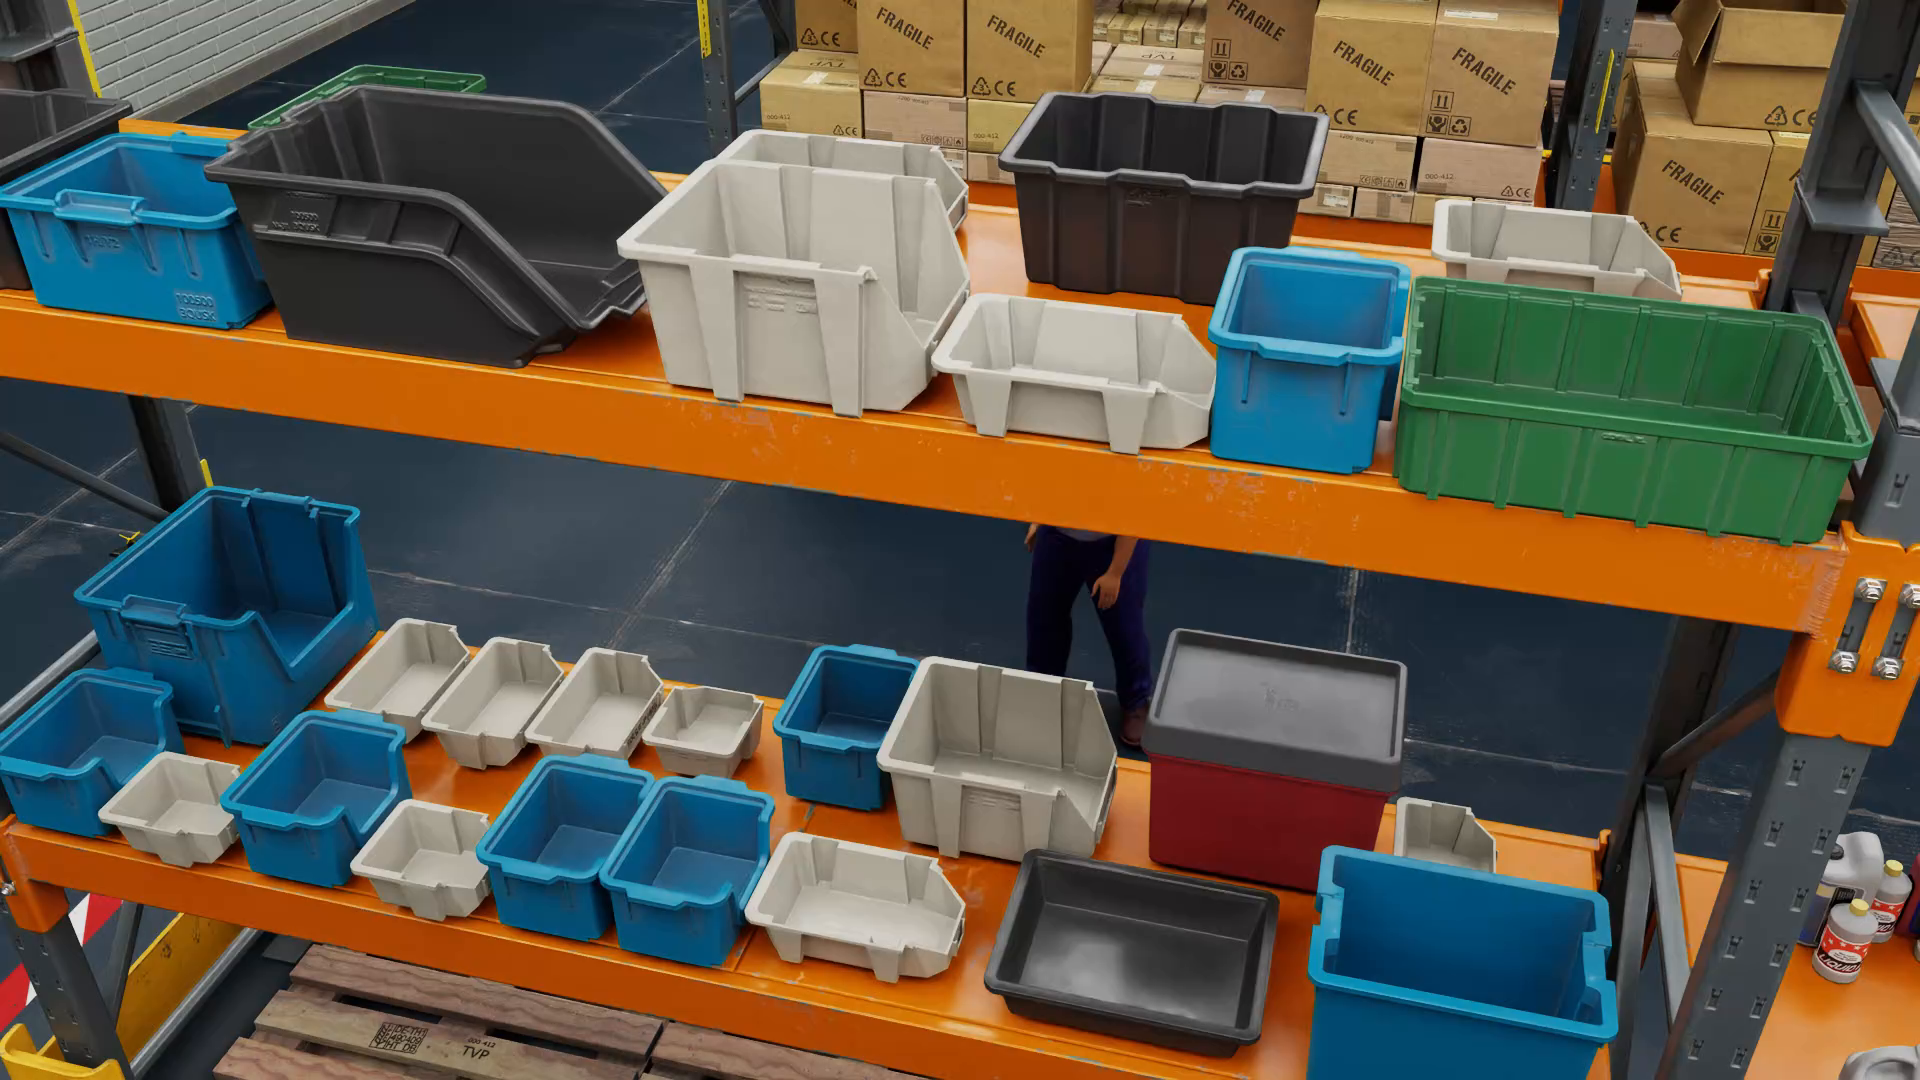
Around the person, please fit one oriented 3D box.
[{"bbox_3d":[0.448,0.034,6.065,0.578,1.634,0.568,-28,42,-36],"label":"person"}]
